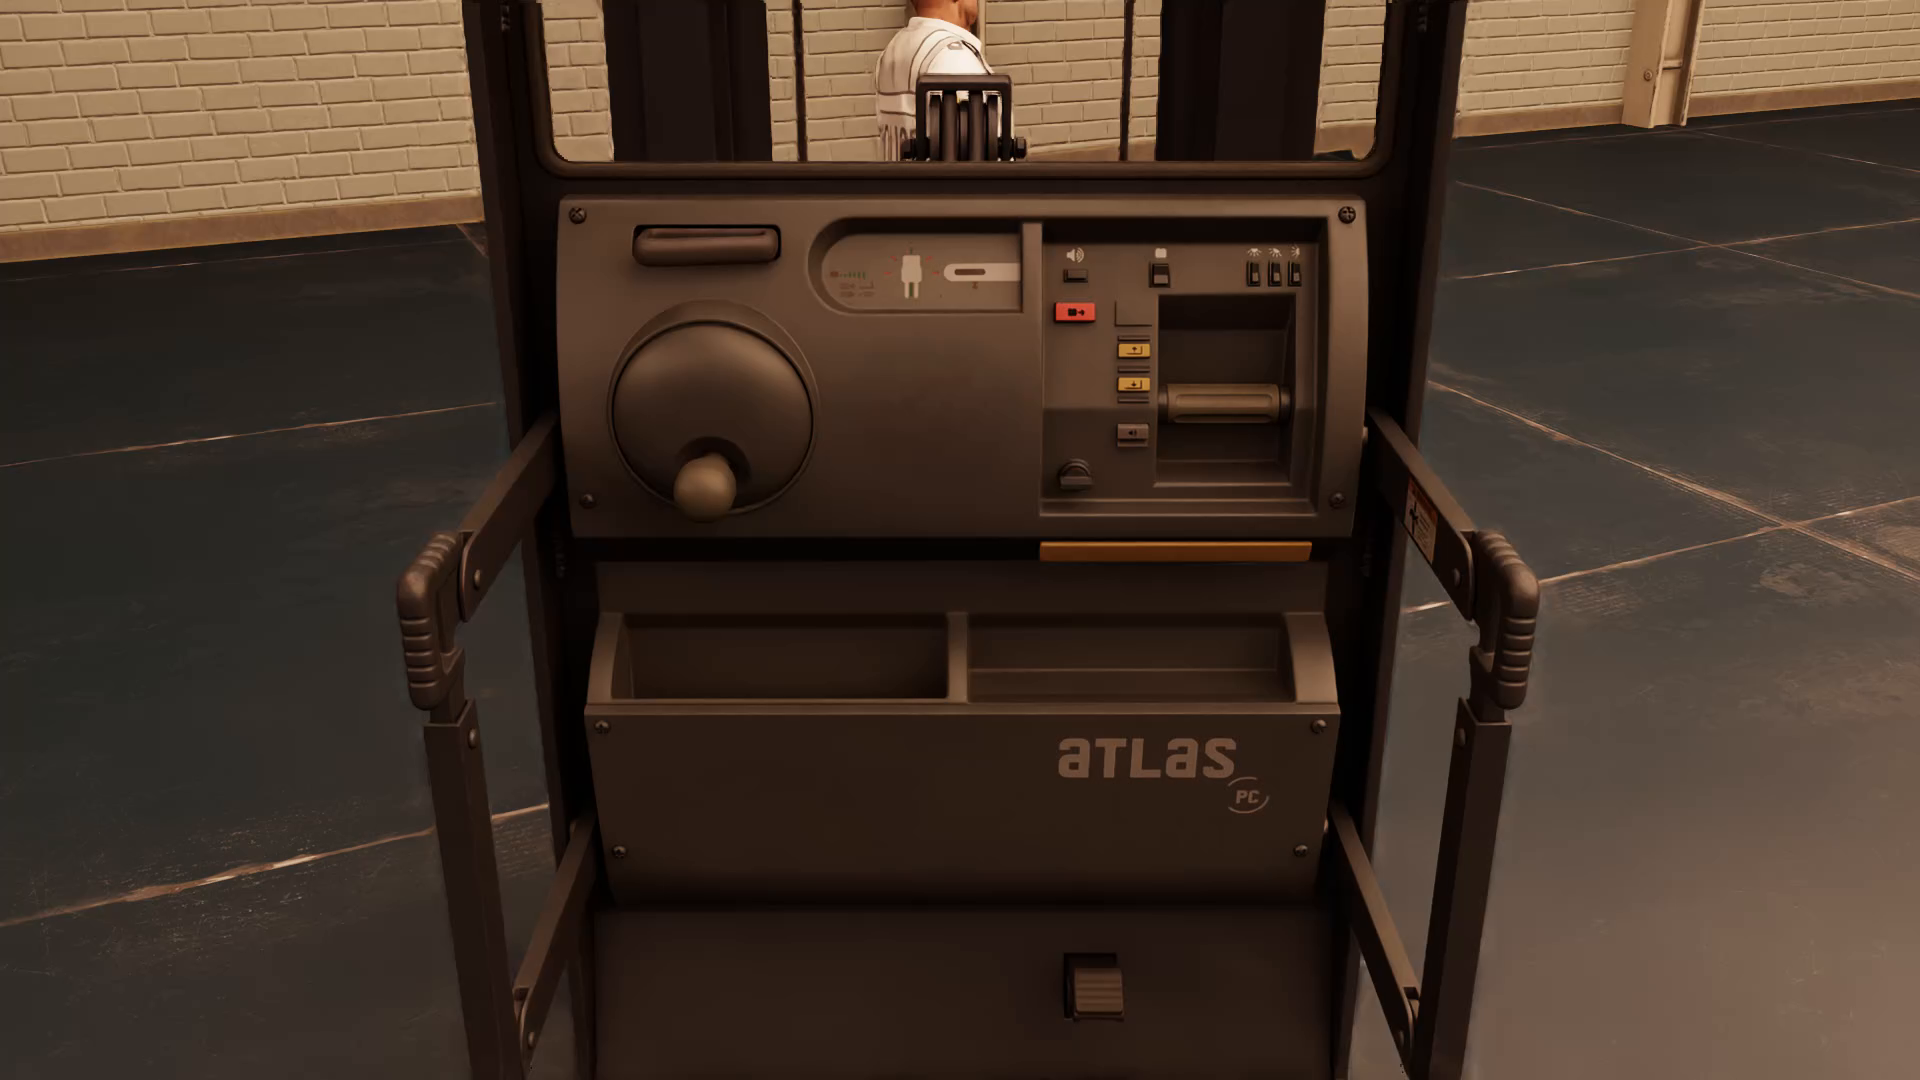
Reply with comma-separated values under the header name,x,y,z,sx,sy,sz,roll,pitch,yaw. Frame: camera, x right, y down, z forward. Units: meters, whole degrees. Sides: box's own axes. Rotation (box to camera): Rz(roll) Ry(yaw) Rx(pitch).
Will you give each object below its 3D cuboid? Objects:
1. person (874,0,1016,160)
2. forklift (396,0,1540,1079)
name,x,y,z,sx,sy,sz,roll,pitch,yaw
person,0.076,-0.839,4.783,0.574,1.780,0.641,-10,25,-23
forklift,0.006,-0.184,1.729,1.130,2.935,3.031,0,23,0
